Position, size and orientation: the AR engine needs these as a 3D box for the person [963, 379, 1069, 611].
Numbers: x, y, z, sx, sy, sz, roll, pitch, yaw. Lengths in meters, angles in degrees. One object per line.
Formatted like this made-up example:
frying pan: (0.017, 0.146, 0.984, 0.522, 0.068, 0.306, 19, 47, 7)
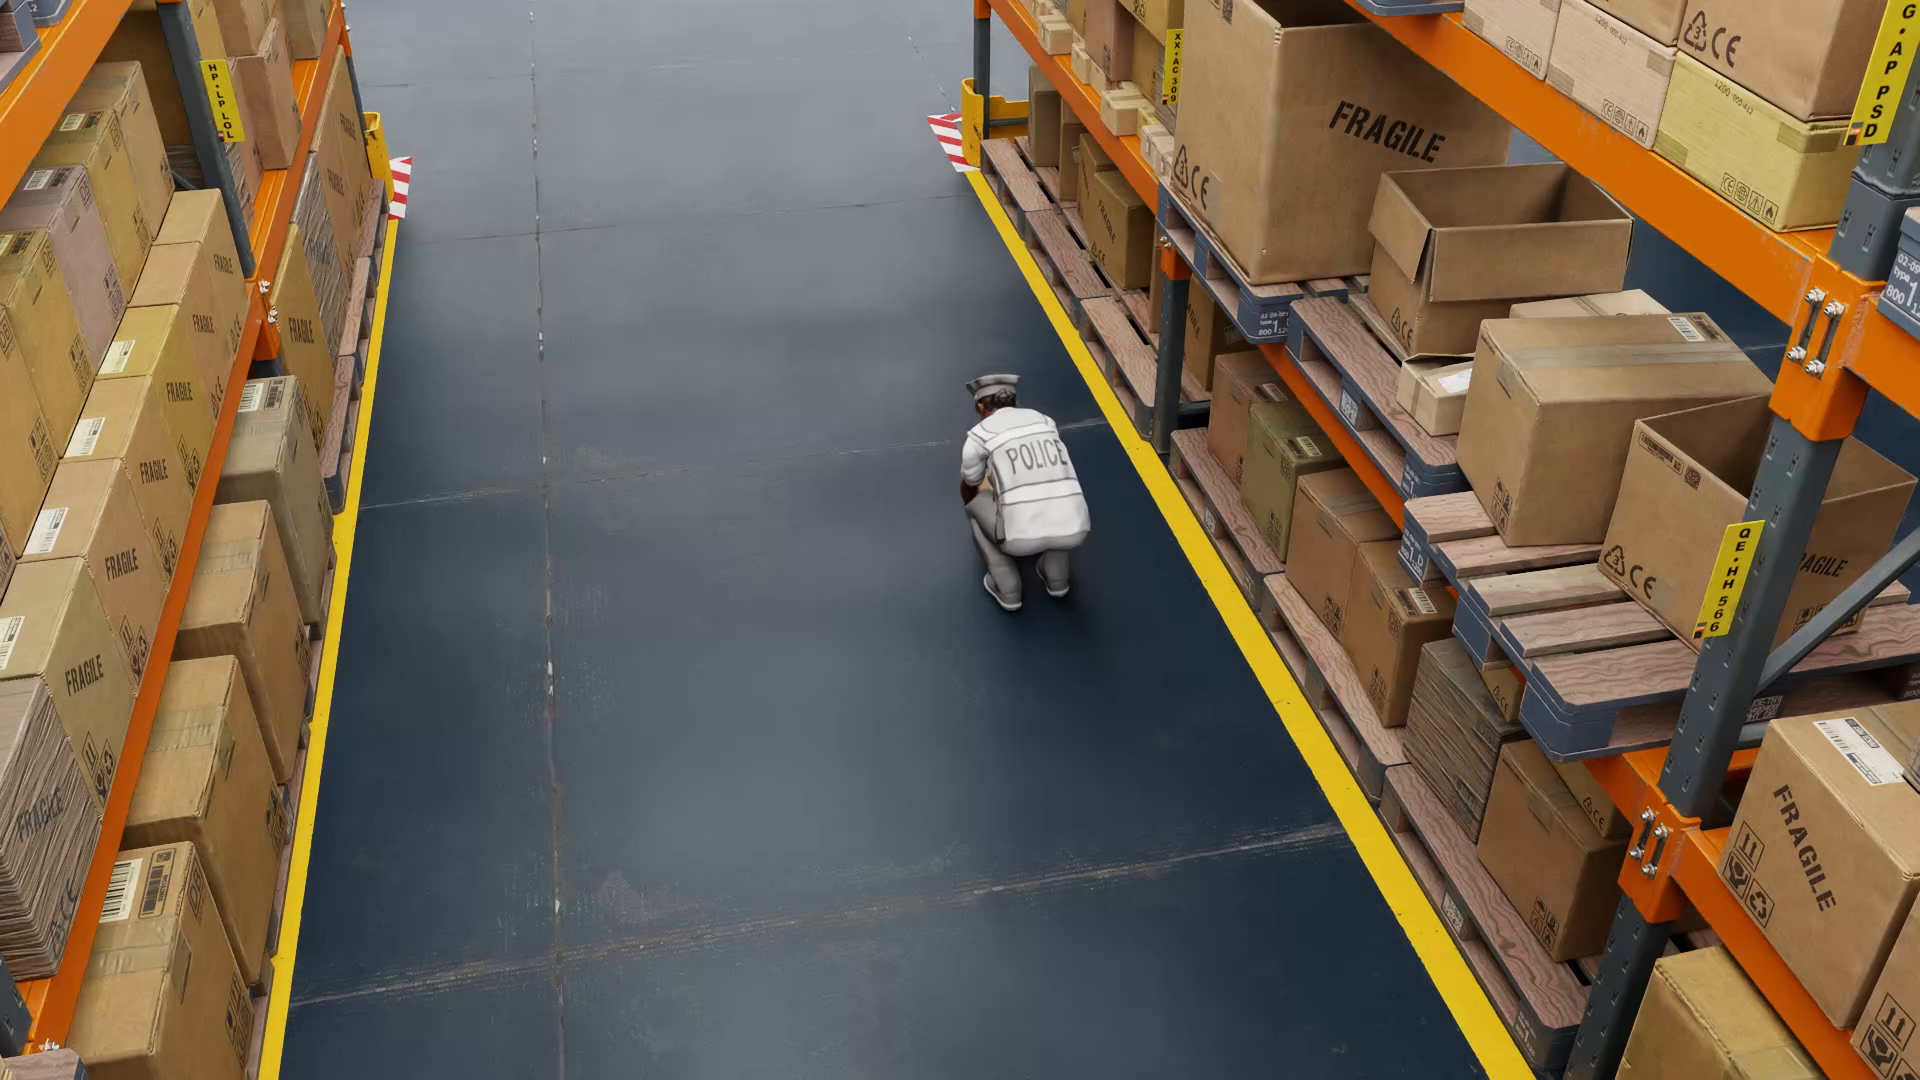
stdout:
person: (0.247, -0.231, 7.210, 0.417, 0.847, 0.761, -7, 35, -10)
